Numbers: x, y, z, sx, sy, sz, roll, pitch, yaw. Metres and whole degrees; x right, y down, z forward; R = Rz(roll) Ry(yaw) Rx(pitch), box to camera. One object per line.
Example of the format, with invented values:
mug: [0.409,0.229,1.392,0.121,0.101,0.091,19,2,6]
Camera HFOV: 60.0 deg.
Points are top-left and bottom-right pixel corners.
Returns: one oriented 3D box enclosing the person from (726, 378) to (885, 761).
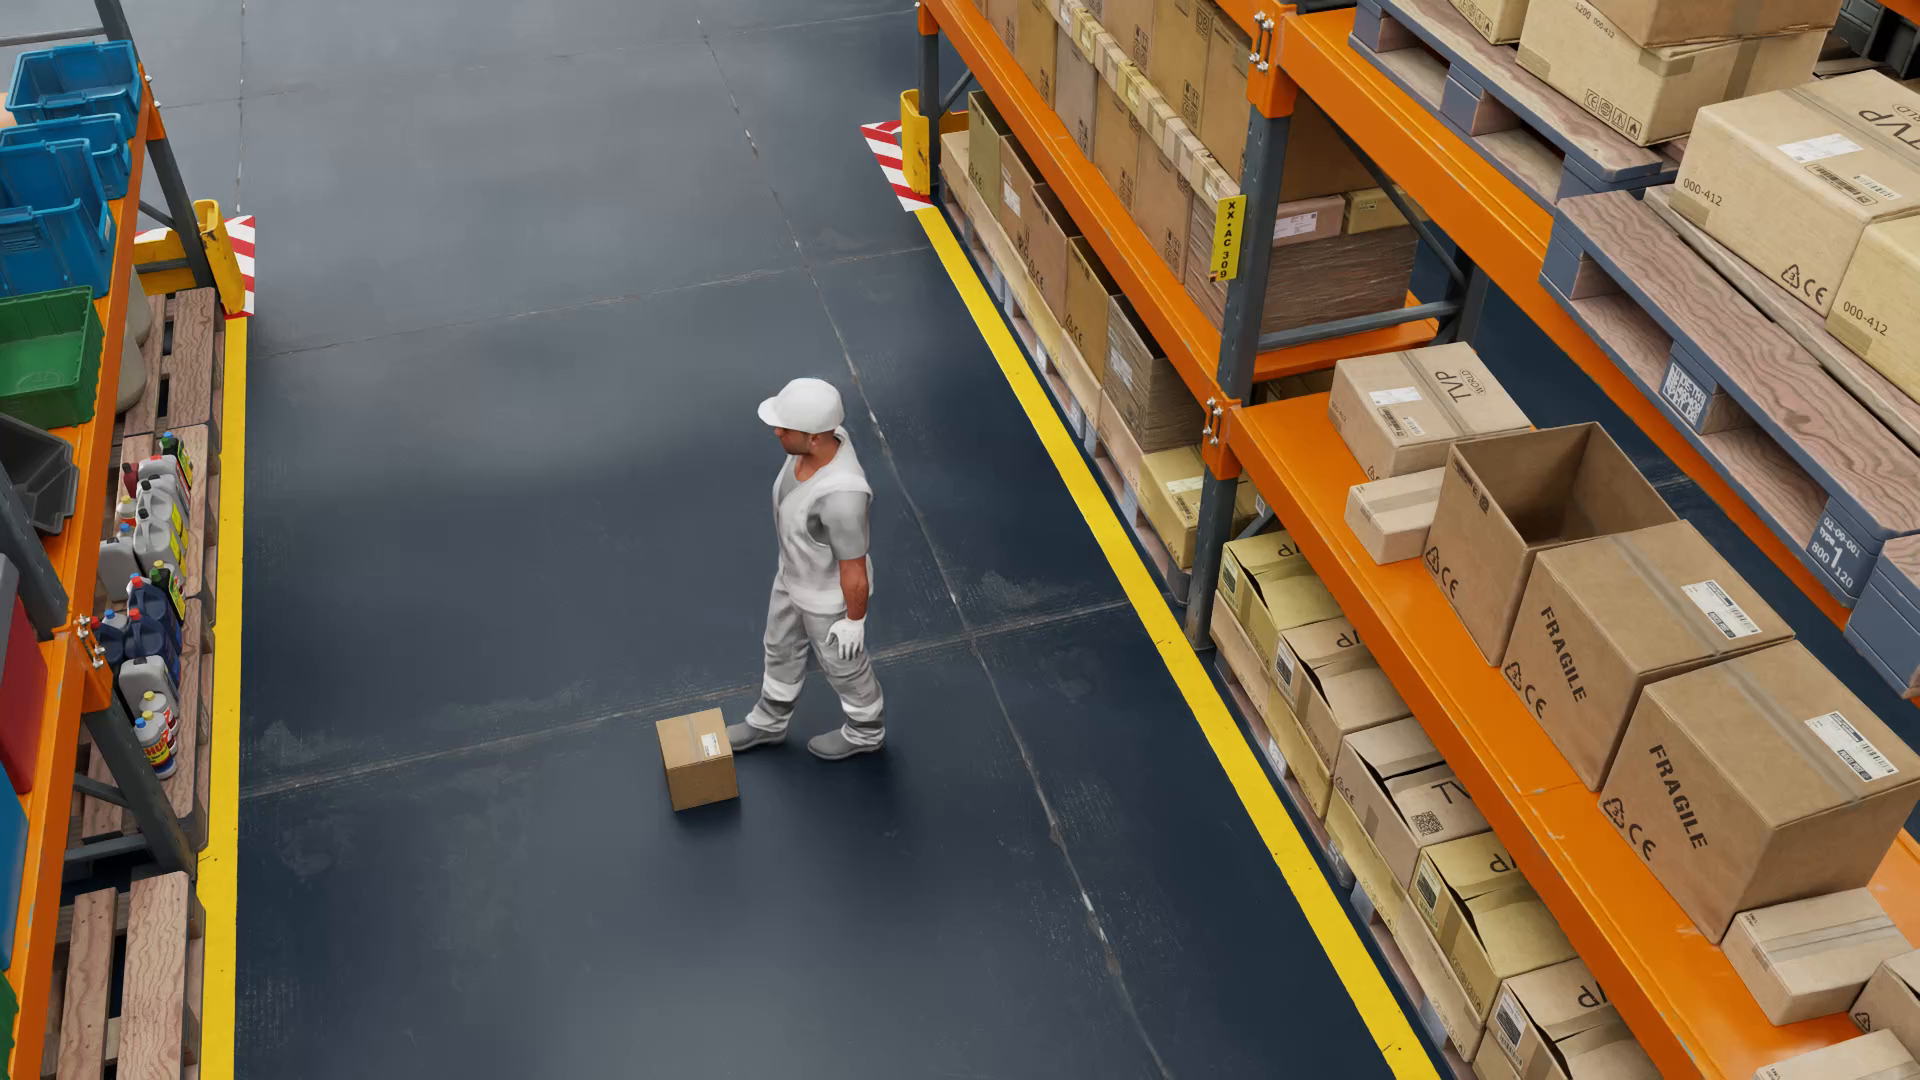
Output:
person: [-0.617,0.180,5.925,0.657,1.781,0.571,-13,43,-14]
